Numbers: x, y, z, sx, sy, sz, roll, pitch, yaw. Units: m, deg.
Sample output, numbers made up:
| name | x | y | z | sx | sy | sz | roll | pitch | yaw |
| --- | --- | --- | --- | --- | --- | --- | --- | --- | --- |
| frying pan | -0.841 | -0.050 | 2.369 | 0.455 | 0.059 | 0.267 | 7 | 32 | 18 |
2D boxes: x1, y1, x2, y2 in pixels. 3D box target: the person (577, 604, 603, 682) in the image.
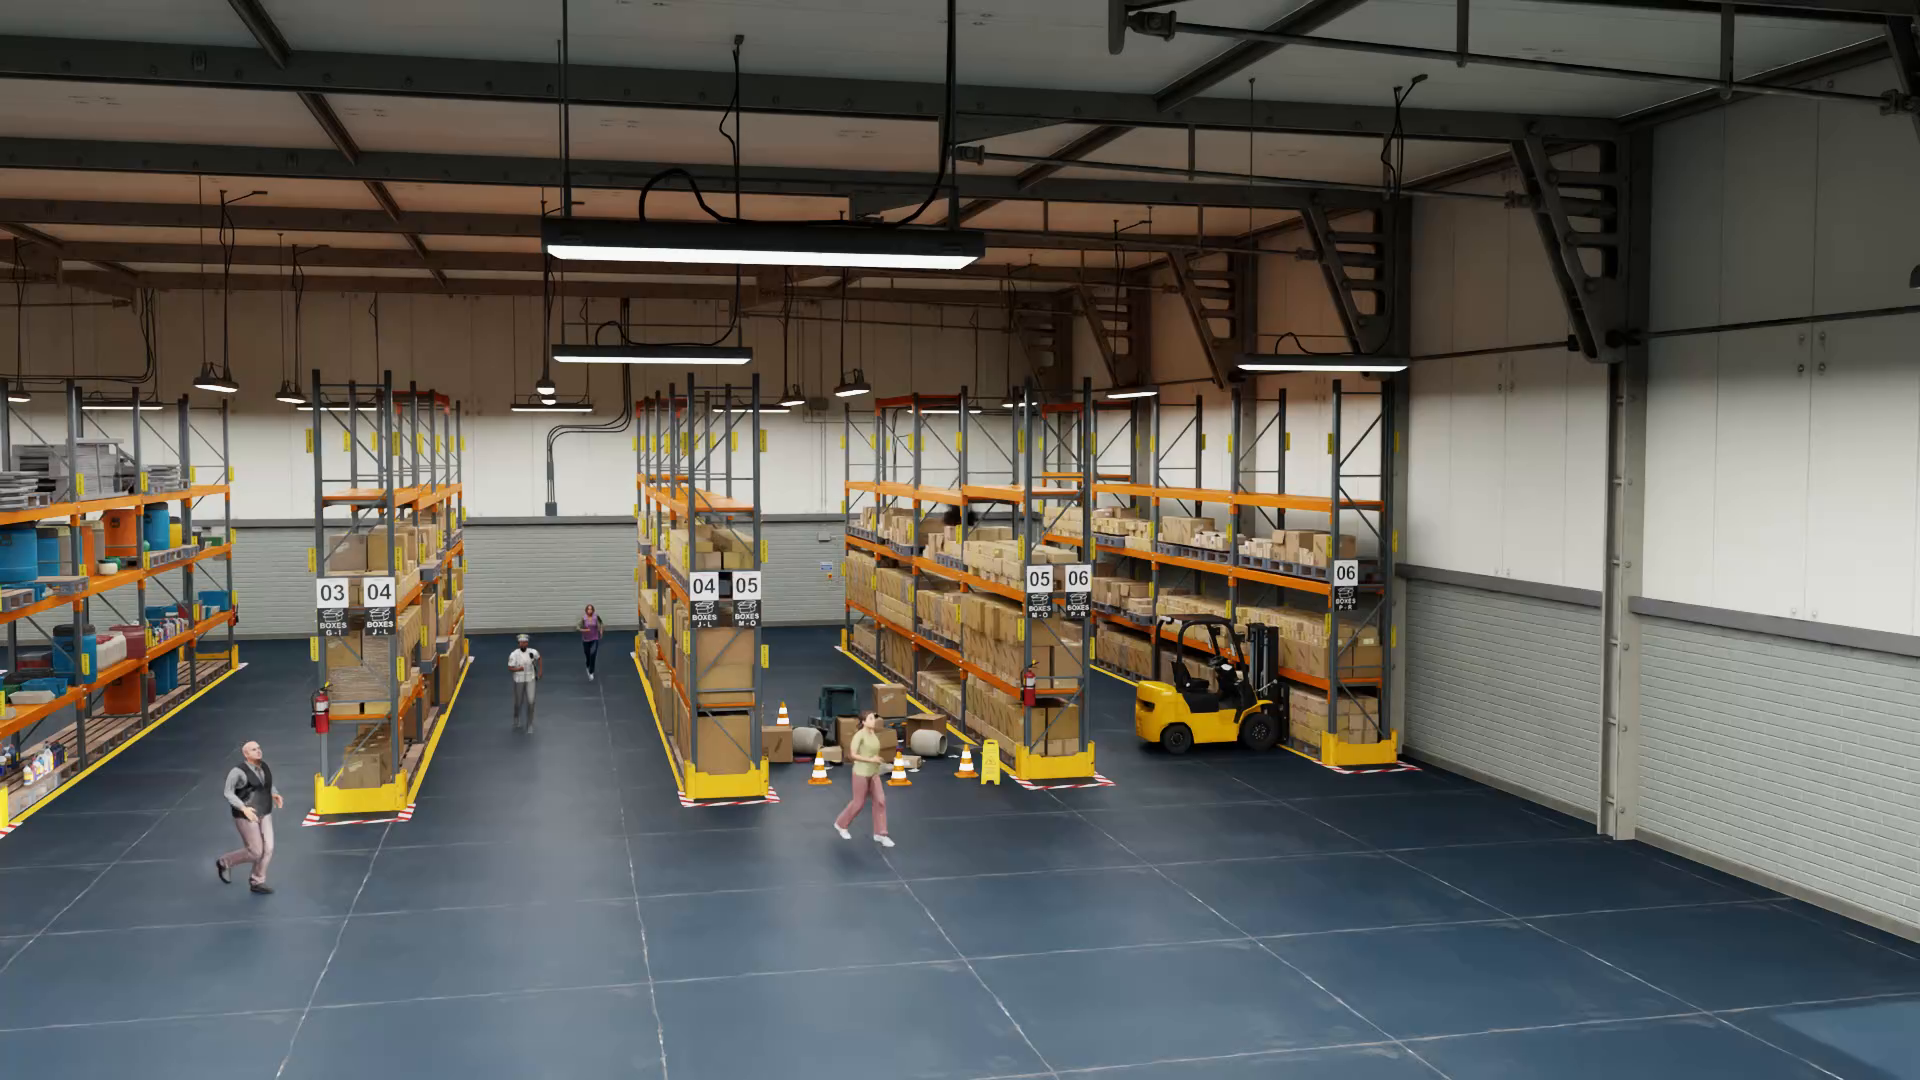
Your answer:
| name | x | y | z | sx | sy | sz | roll | pitch | yaw |
| --- | --- | --- | --- | --- | --- | --- | --- | --- | --- |
| person | -7.880 | 2.166 | 35.414 | 0.562 | 1.618 | 0.863 | -1 | 3 | -18 |

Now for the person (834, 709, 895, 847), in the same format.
| name | x | y | z | sx | sy | sz | roll | pitch | yaw |
| --- | --- | --- | --- | --- | --- | --- | --- | --- | --- |
| person | -1.198 | 2.960 | 20.815 | 0.846 | 1.702 | 0.592 | 2 | 4 | 32 |

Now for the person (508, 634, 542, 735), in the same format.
| name | x | y | z | sx | sy | sz | roll | pitch | yaw |
| --- | --- | --- | --- | --- | --- | --- | --- | --- | --- |
| person | -7.578 | 2.489 | 28.979 | 0.585 | 1.747 | 0.891 | -1 | 3 | -17 |

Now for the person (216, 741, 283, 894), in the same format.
| name | x | y | z | sx | sy | sz | roll | pitch | yaw |
| --- | --- | --- | --- | --- | --- | --- | --- | --- | --- |
| person | -7.951 | 3.092 | 18.630 | 0.645 | 1.702 | 0.662 | 1 | 4 | 21 |
